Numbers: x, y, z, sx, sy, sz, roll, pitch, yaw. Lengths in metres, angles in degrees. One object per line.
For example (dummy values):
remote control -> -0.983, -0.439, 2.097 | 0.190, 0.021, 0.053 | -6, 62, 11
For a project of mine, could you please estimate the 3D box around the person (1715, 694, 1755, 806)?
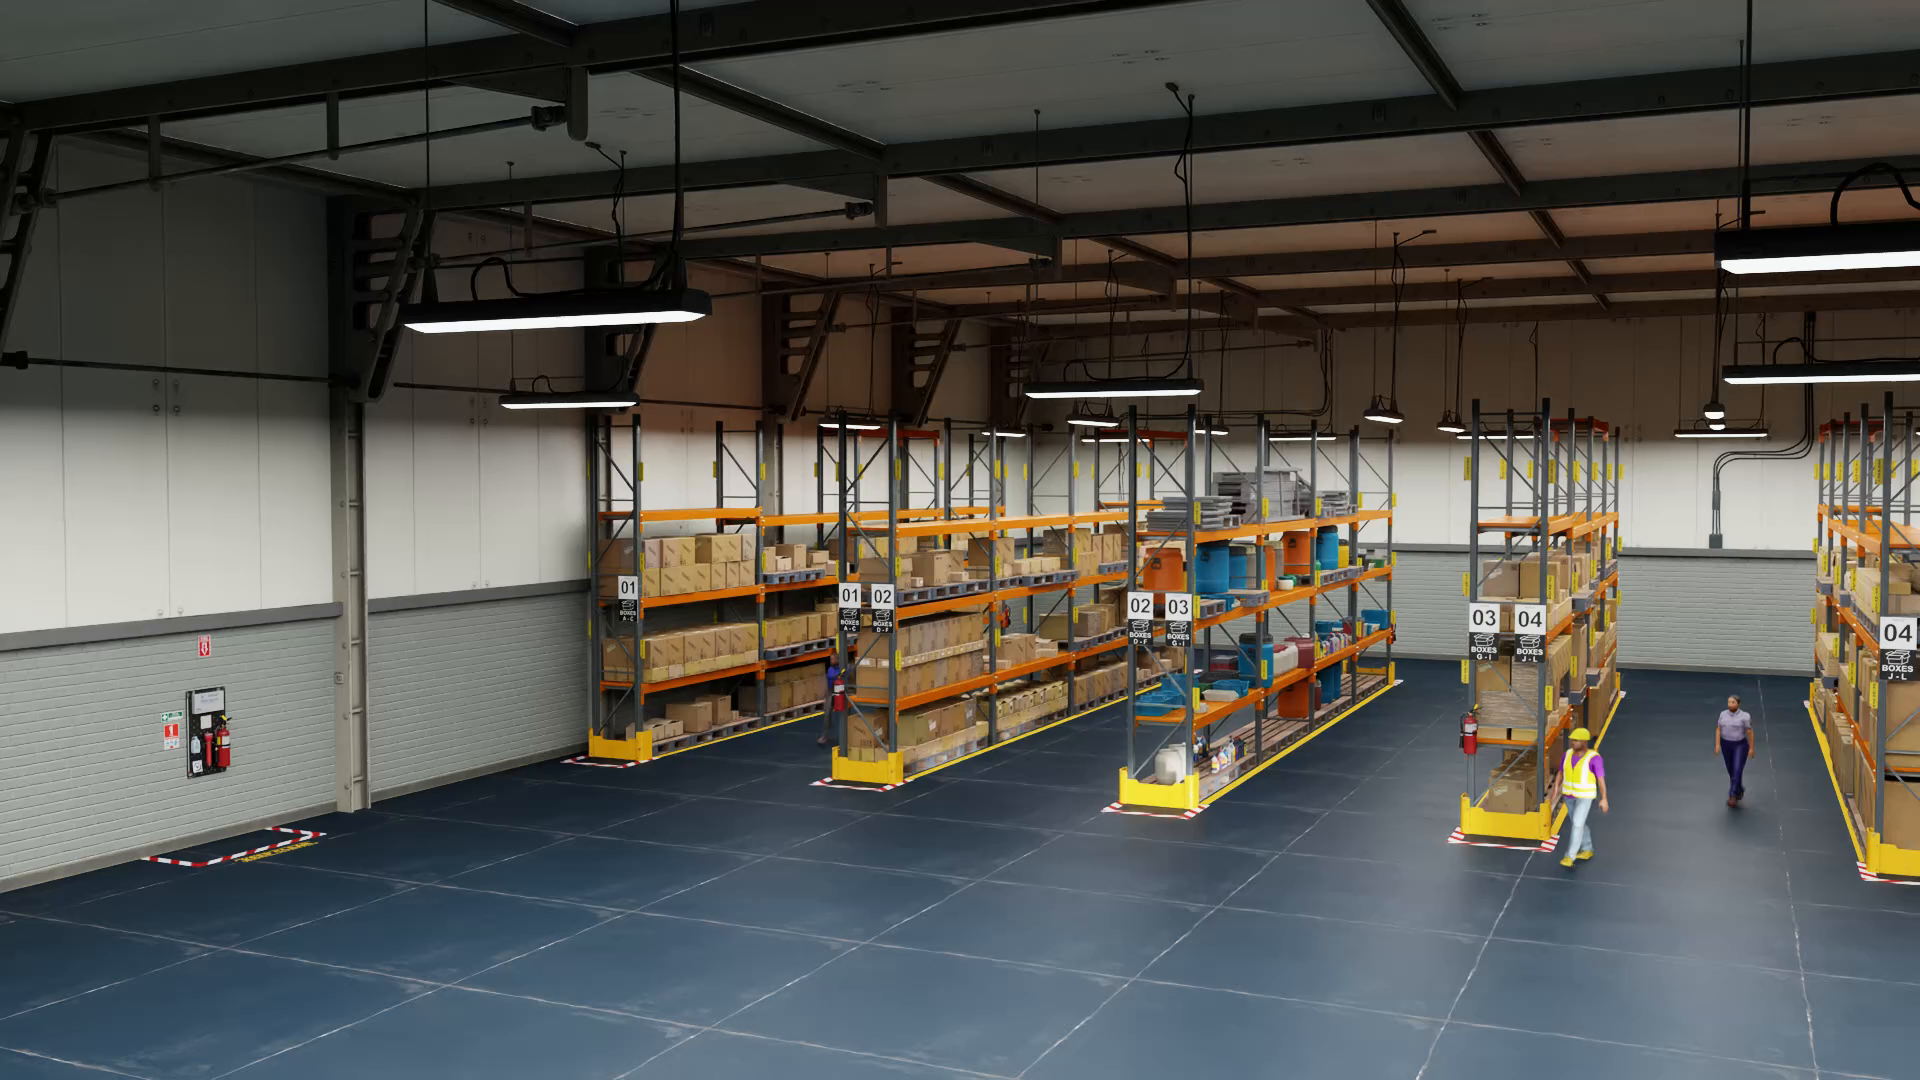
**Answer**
person -> 11.658, 3.147, 25.100 | 0.885, 1.596, 0.531 | -2, 3, -36

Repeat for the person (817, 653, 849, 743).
person -> -2.315, 2.912, 30.735 | 0.468, 1.610, 0.900 | 1, 3, 31

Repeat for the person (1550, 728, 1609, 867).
person -> 7.814, 3.250, 21.140 | 0.997, 1.707, 0.623 | -1, 3, -32
